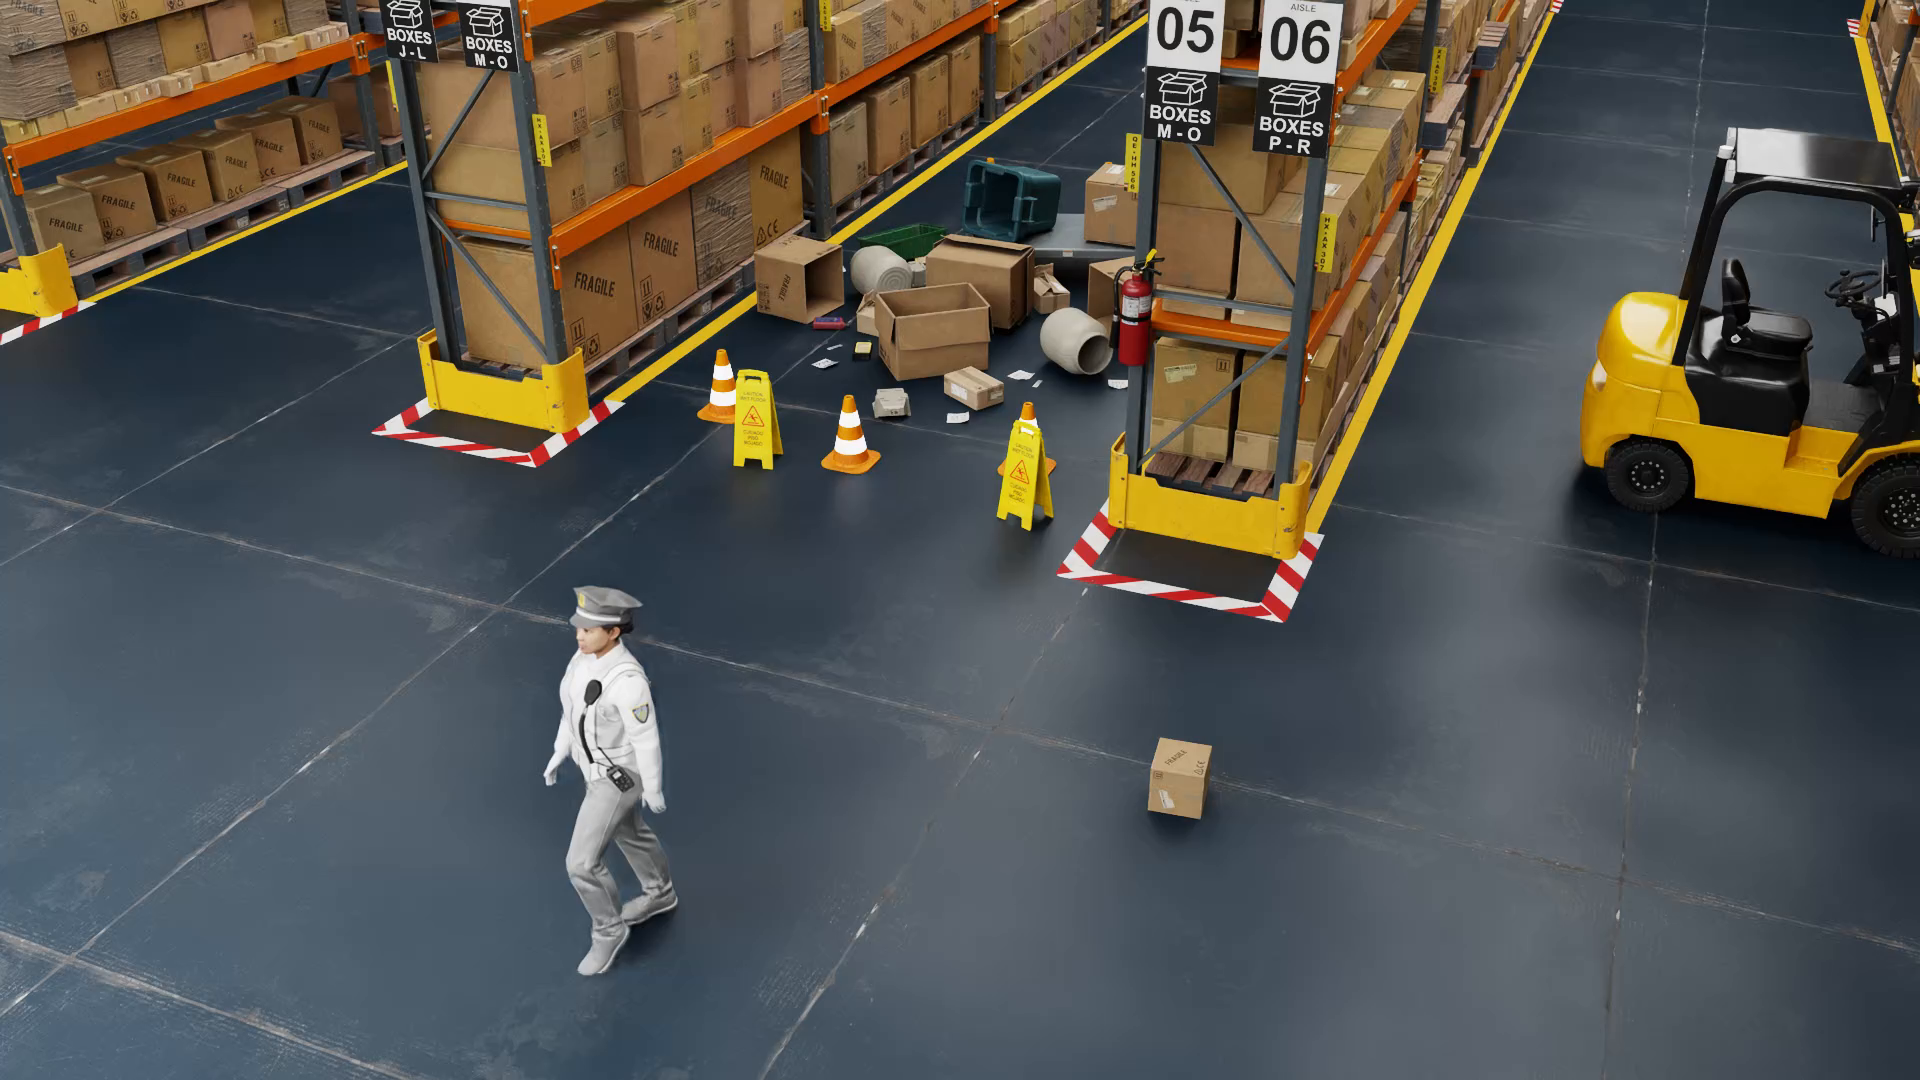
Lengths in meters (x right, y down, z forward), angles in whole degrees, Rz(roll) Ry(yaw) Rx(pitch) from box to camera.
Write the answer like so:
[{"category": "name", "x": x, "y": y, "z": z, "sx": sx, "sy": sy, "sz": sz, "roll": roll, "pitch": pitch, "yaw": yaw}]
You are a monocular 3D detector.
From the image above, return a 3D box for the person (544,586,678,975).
[{"category": "person", "x": -1.436, "y": 0.957, "z": 6.714, "sx": 0.504, "sy": 1.748, "sz": 0.486, "roll": -16, "pitch": 33, "yaw": -25}]
